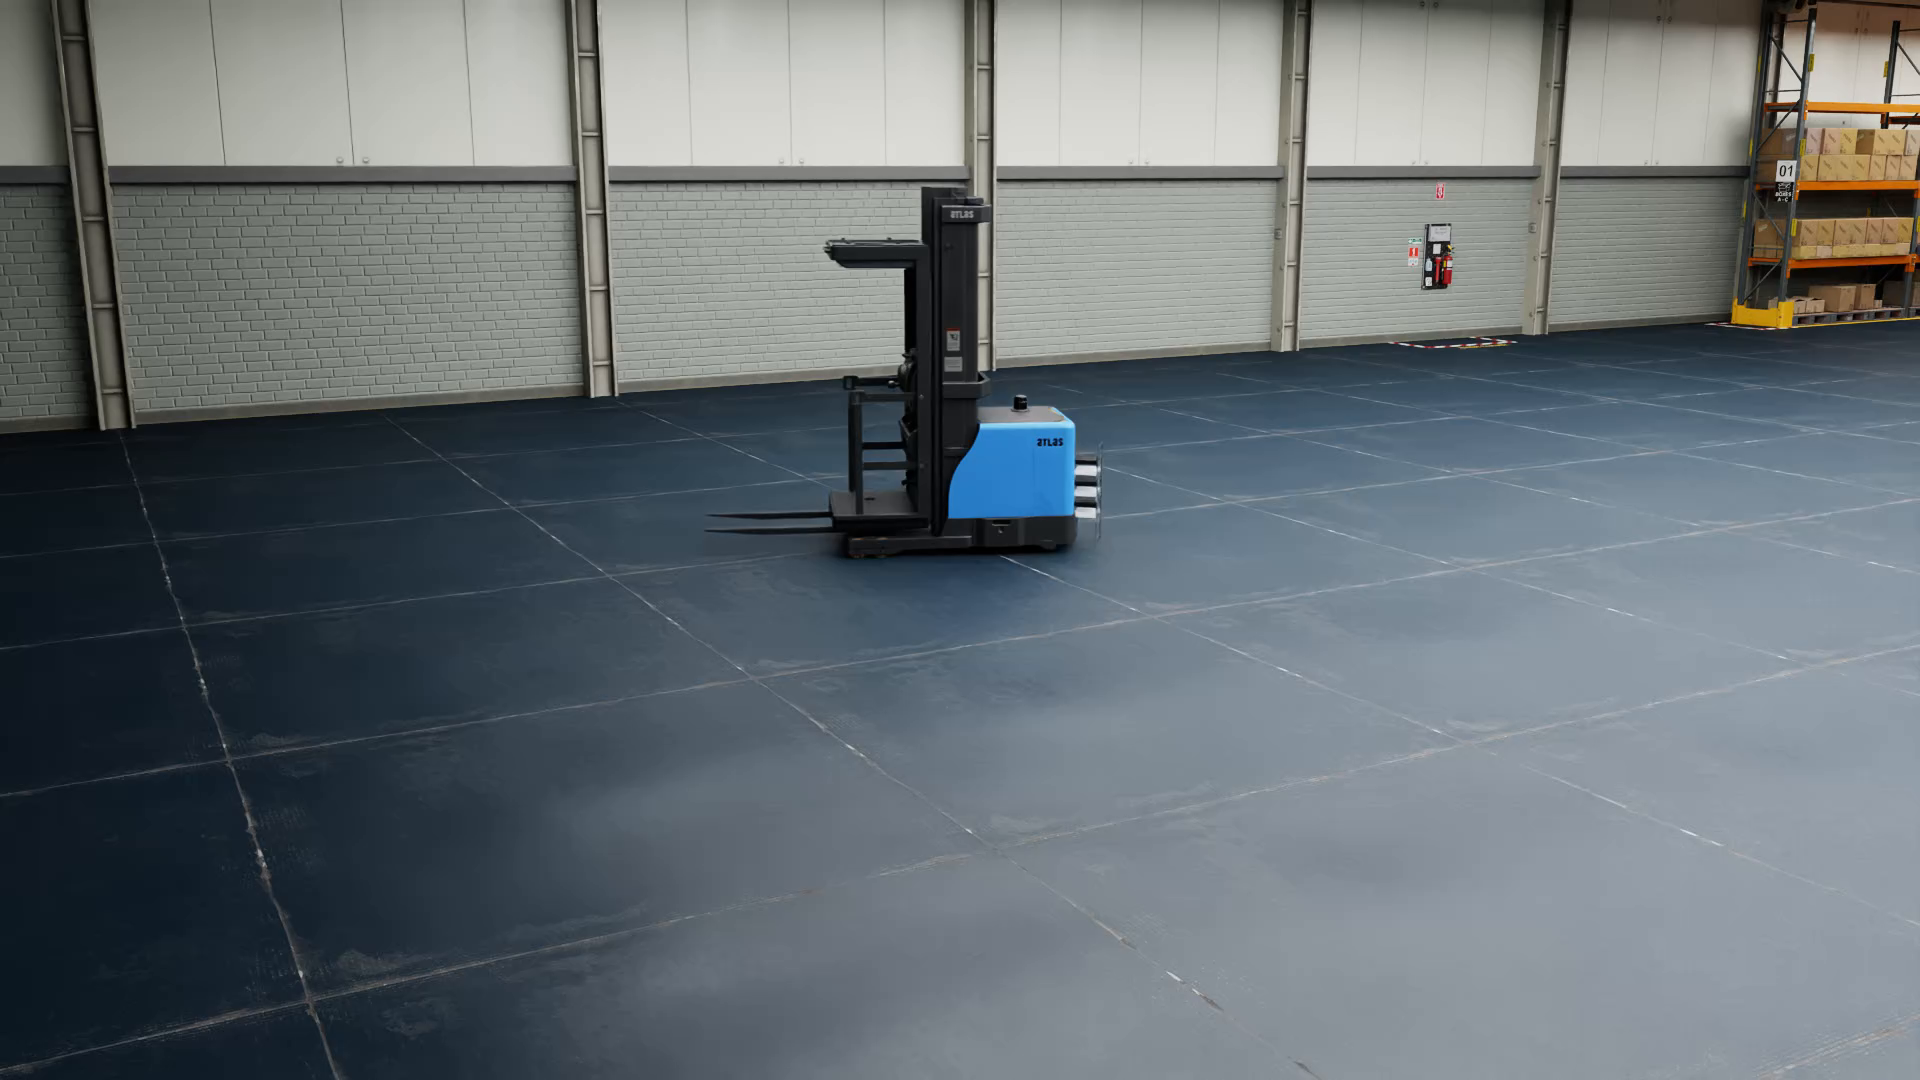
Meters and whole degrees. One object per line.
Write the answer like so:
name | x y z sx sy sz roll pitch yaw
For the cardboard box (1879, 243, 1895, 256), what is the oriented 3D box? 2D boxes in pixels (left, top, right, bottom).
cardboard box | 18.708 -5.944 33.983 0.500 0.250 0.500 -7 14 -28

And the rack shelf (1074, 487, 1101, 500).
rack shelf | 1.065 -0.388 13.937 0.200 0.077 0.258 3 13 14

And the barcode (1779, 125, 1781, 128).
barcode | 16.292 -8.209 33.050 0.075 0.075 0.001 -7 14 -28

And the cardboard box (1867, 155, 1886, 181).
cardboard box | 18.176 -7.471 33.369 0.500 0.500 0.500 -7 15 -30

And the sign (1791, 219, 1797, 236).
sign | 16.169 -6.063 32.247 0.005 0.325 0.100 -7 14 -28

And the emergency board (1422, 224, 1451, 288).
emergency board | 8.627 -5.103 29.951 0.585 1.158 0.155 -7 14 -28

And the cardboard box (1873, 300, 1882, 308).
cardboard box | 18.964 -4.936 34.663 0.250 0.166 0.380 -9 16 -35

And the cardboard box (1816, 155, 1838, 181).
cardboard box | 16.810 -7.304 32.626 0.500 0.500 0.500 -6 14 -24

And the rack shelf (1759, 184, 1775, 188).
rack shelf | 17.664 -7.138 33.475 3.687 0.071 0.831 -7 14 -28

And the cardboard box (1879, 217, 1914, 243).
cardboard box | 19.153 -6.359 34.122 0.500 0.500 0.500 -7 14 -28

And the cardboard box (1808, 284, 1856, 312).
cardboard box | 17.727 -4.923 33.845 0.500 0.500 0.700 -8 15 -31

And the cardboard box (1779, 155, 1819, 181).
cardboard box | 16.322 -7.254 32.406 0.500 0.500 0.500 -6 14 -26

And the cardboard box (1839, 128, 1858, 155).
cardboard box | 17.272 -7.848 32.766 0.500 0.500 0.500 -6 14 -26

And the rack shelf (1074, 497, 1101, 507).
rack shelf | 1.065 -0.301 13.957 0.200 0.077 0.258 3 13 14

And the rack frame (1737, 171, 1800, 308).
rack frame | 15.909 -5.745 32.806 0.127 3.000 1.000 -7 14 -28

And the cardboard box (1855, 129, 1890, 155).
cardboard box | 18.180 -7.954 33.239 0.500 0.500 0.500 -7 15 -30

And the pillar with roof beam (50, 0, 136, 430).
pillar with roof beam | -8.161 -4.927 15.505 0.400 9.000 9.100 -7 14 -28

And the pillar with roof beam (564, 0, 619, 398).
pillar with roof beam | -2.894 -5.558 18.310 0.400 9.000 9.100 -7 14 -28

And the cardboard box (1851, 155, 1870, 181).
cardboard box | 17.724 -7.420 33.141 0.500 0.500 0.500 -6 14 -24

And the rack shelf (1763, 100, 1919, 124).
rack shelf | 17.664 -8.530 33.162 4.000 0.370 1.077 -7 14 -28

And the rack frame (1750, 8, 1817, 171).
rack frame | 15.909 -8.672 32.147 0.127 3.000 1.000 -7 14 -28

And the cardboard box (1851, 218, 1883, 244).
cardboard box | 18.270 -6.255 33.658 0.500 0.500 0.500 -7 15 -29

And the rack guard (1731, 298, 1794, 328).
rack guard | 15.975 -4.534 33.116 0.348 0.500 1.175 -7 14 -28

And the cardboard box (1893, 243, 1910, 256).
cardboard box | 19.149 -5.994 34.209 0.500 0.250 0.500 -7 14 -28

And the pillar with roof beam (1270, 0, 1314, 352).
pillar with roof beam | 7.638 -6.820 23.919 0.400 9.000 9.100 -7 14 -28

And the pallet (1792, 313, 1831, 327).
pallet | 16.705 -4.472 33.497 1.213 0.211 1.003 -7 14 -28

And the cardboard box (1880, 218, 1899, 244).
cardboard box | 18.717 -6.306 33.884 0.500 0.500 0.500 -7 14 -28

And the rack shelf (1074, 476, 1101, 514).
rack shelf | 1.065 -0.372 13.941 0.190 0.281 0.221 3 13 14

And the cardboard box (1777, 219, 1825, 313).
cardboard box | 16.760 -5.445 33.112 1.284 1.840 0.795 -6 14 -23

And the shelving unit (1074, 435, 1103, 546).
shelving unit | 1.066 -0.421 13.930 0.208 0.900 0.258 3 13 14

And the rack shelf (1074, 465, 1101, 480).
rack shelf | 1.065 -0.564 13.898 0.200 0.077 0.258 3 13 14

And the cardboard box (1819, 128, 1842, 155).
cardboard box | 16.828 -7.792 32.517 0.500 0.500 0.500 -7 14 -29

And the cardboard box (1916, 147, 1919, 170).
cardboard box | 19.938 -7.925 34.477 0.500 0.500 0.500 -5 13 -20

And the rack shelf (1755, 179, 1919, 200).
rack shelf | 17.664 -7.068 33.491 4.000 0.370 1.077 -7 14 -28

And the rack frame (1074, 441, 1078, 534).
rack frame | 0.967 -0.426 13.953 0.003 0.785 0.228 3 13 14

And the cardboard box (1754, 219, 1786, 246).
cardboard box | 16.220 -6.138 33.140 0.500 0.500 0.500 -7 14 -28

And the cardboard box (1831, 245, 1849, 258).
cardboard box | 17.388 -5.782 33.265 0.500 0.250 0.500 -7 15 -29

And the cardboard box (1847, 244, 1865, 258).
cardboard box | 17.833 -5.835 33.499 0.500 0.250 0.500 -7 14 -27

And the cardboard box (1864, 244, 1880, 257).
cardboard box | 18.274 -5.888 33.735 0.500 0.250 0.500 -7 14 -28

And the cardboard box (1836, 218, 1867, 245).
cardboard box | 17.814 -6.200 33.414 0.500 0.500 0.500 -6 14 -26

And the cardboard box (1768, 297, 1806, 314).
cardboard box | 16.559 -4.704 33.299 0.500 0.311 0.500 -9 15 -34

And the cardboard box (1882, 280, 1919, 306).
cardboard box | 20.058 -5.242 35.260 0.500 0.500 0.700 -6 14 -26

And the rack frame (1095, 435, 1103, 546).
rack frame | 1.164 -0.416 13.906 0.006 0.900 0.240 3 13 14

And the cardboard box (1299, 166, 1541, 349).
cardboard box | 17.589 -3.166 20.555 14.073 3.347 25.570 -7 14 -27

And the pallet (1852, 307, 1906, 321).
pallet | 18.847 -4.728 34.638 1.213 0.211 1.003 -7 14 -28

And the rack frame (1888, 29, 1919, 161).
rack frame | 19.421 -9.092 34.014 0.053 2.616 0.949 -7 14 -28

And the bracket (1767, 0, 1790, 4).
bracket | 15.914 -10.556 32.322 0.430 0.232 0.235 -7 14 -28

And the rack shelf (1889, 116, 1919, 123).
rack shelf | 21.175 -8.853 35.054 3.809 0.124 0.919 -7 14 -28

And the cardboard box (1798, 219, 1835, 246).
cardboard box | 16.910 -6.090 32.926 0.500 0.500 0.500 -7 14 -28

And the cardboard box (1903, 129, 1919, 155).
cardboard box | 19.110 -8.071 33.757 0.550 0.500 0.550 -7 14 -27

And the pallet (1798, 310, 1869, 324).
pallet | 17.775 -4.599 34.064 1.213 0.211 1.003 -7 14 -28

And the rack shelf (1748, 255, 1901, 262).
rack shelf | 17.664 -5.735 33.791 3.809 0.052 0.919 -7 14 -28

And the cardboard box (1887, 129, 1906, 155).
cardboard box | 25.642 -5.667 26.837 7.127 2.151 19.182 -6 14 -25

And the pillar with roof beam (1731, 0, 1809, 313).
pillar with roof beam | 18.171 -8.083 29.529 0.548 9.000 9.100 -7 14 -28

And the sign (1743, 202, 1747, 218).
sign | 25.773 -5.995 26.807 11.725 1.973 20.841 -7 14 -28
